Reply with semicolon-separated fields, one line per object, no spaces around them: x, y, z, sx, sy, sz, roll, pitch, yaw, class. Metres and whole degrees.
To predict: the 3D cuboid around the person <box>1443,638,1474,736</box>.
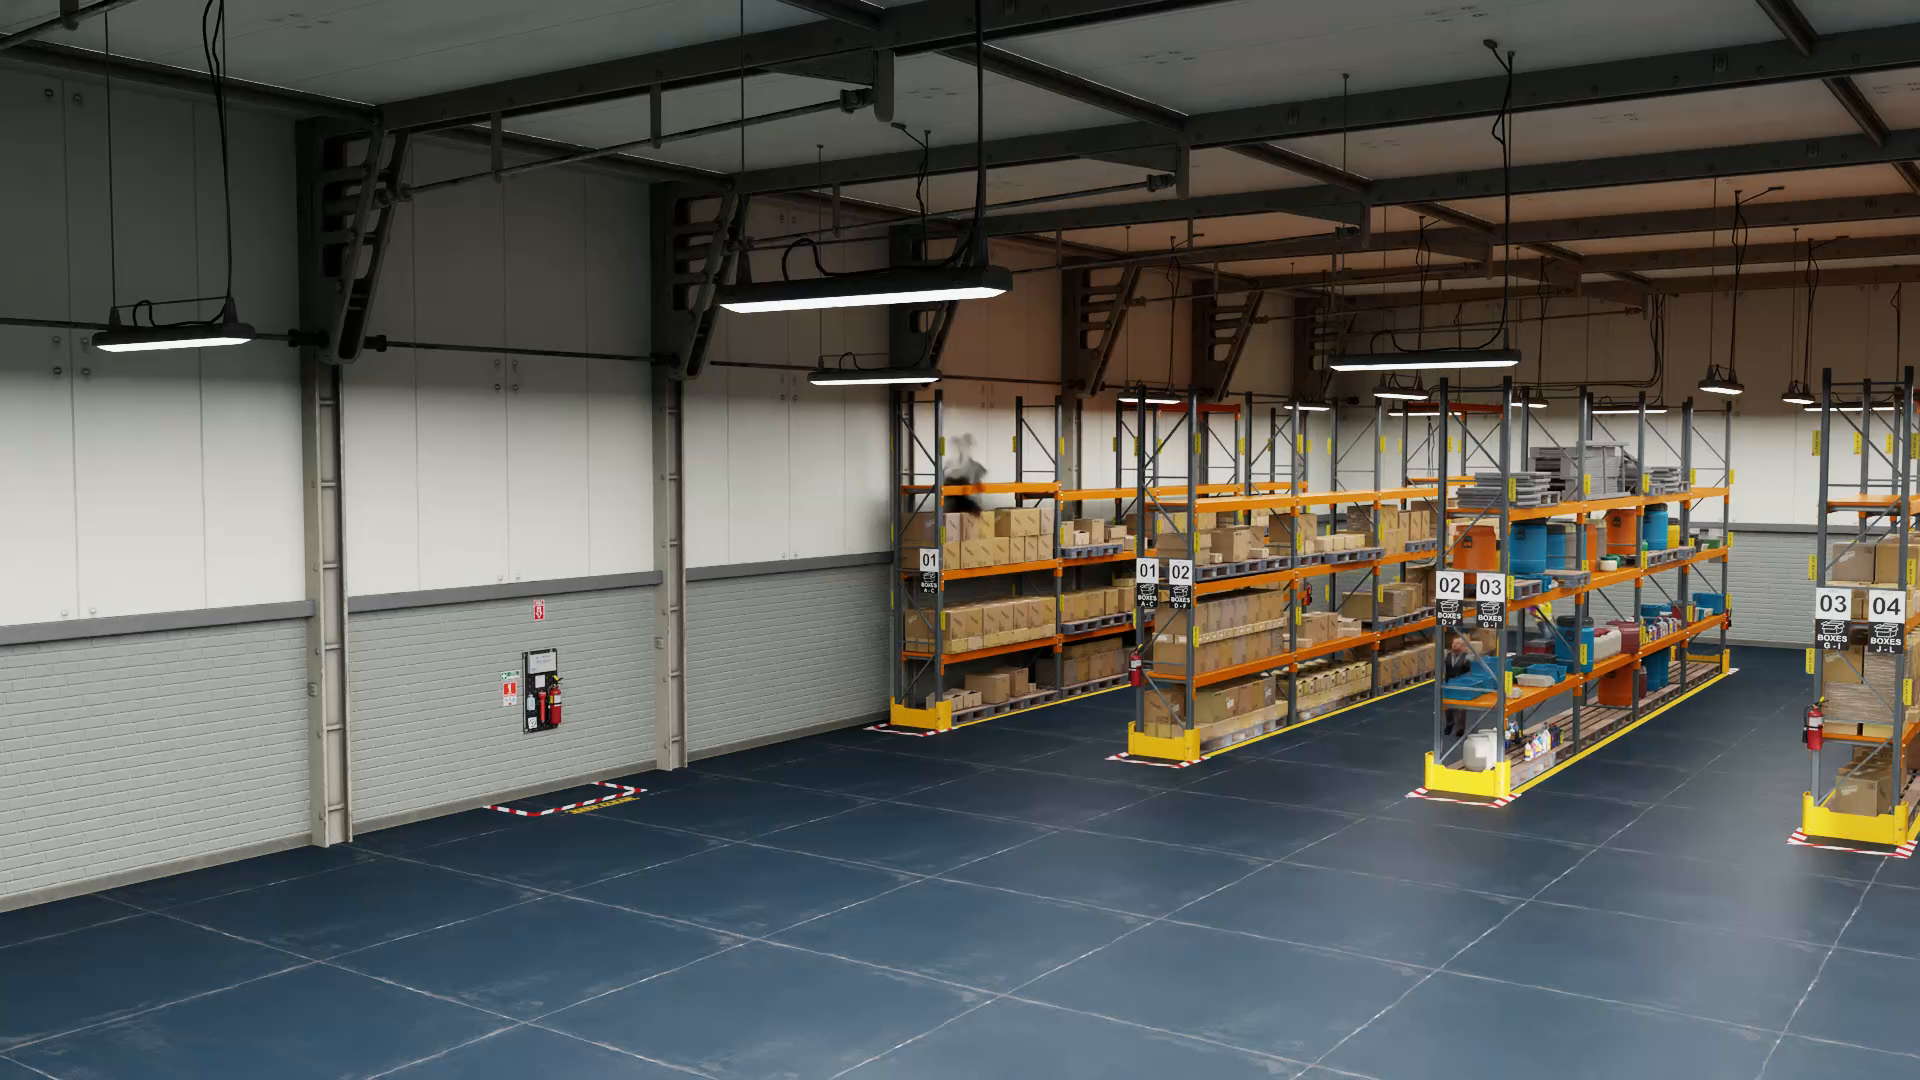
8.544;2.539;28.590;0.661;1.708;0.677;2;4;33;person

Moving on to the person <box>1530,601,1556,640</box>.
13.934;1.925;39.598;0.742;1.694;0.576;-1;3;-19;person
